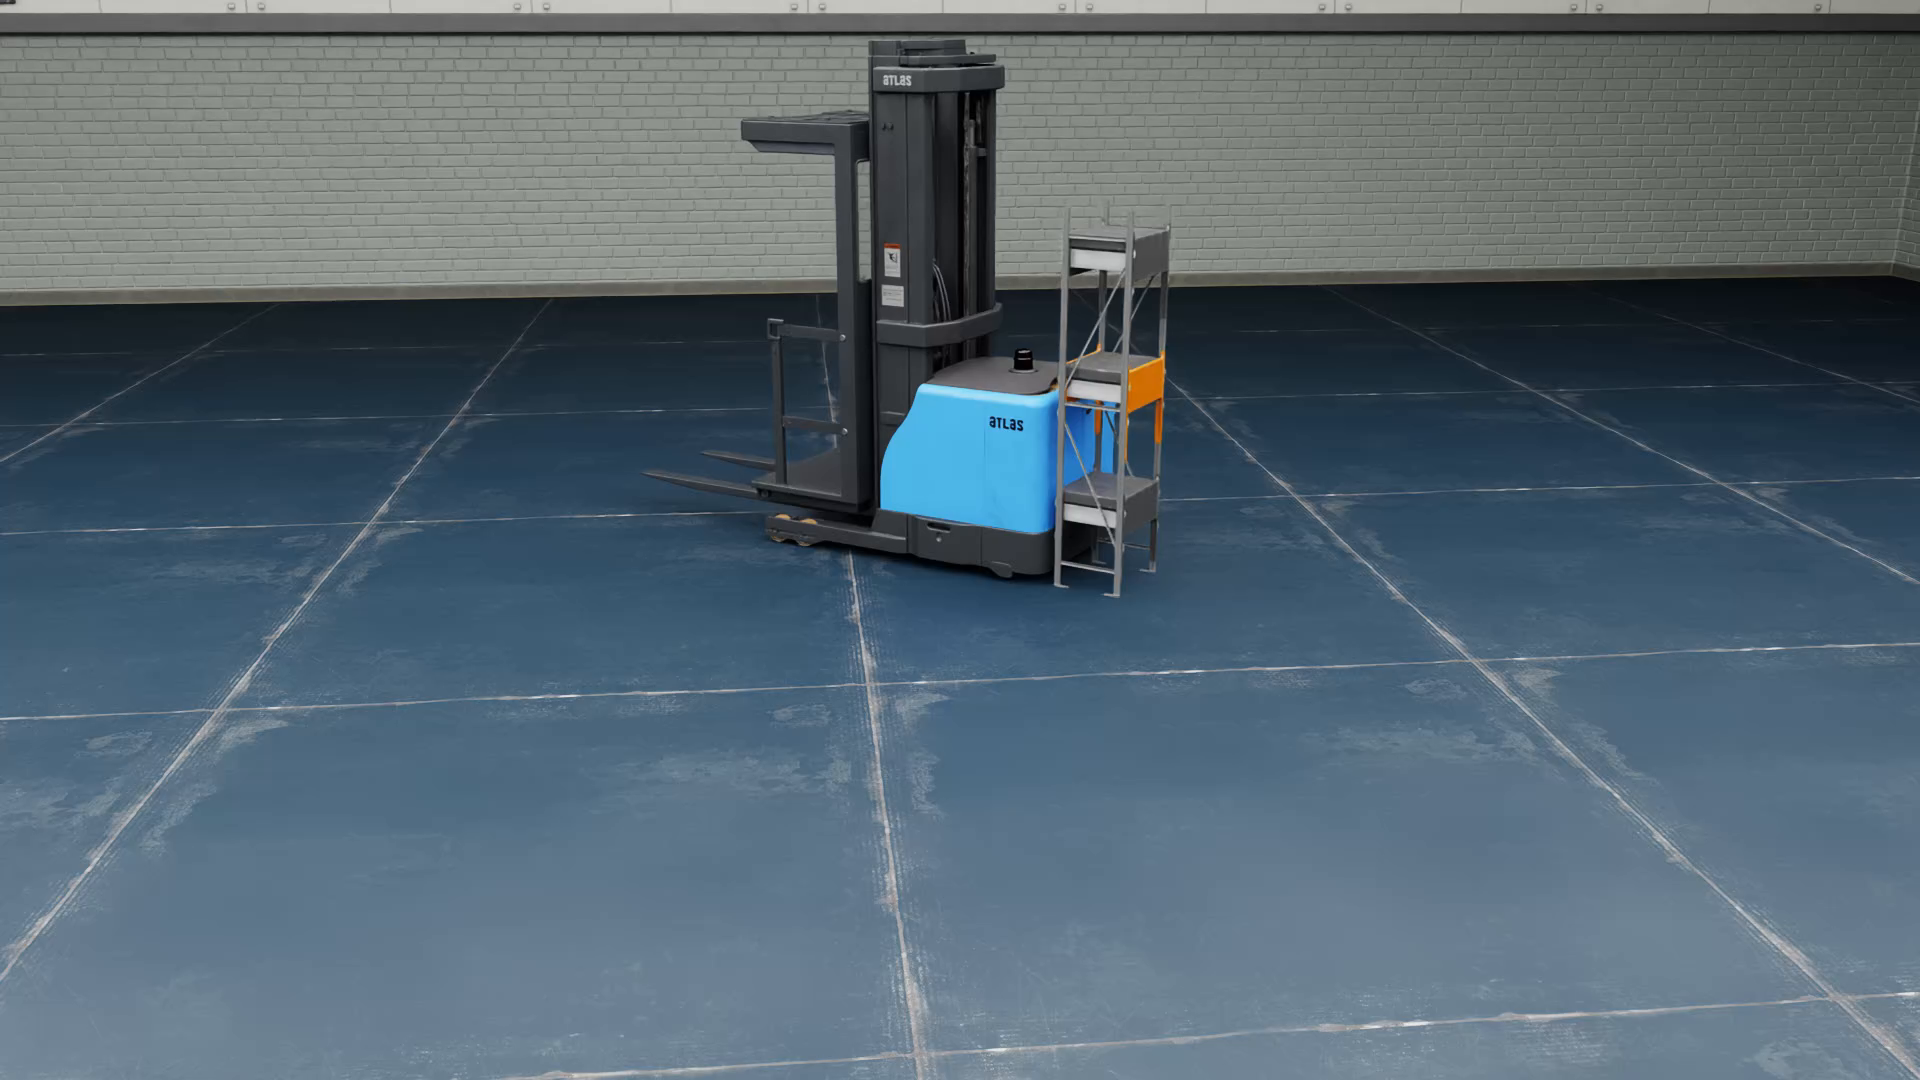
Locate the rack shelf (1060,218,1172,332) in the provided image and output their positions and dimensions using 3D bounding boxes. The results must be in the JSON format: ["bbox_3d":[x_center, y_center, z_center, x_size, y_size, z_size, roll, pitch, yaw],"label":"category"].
[{"bbox_3d":[0.837,-1.430,8.928,0.431,0.518,0.480,10,20,28],"label":"rack shelf"}]

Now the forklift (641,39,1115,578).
[{"bbox_3d":[-0.603,-1.485,10.014,3.031,2.935,1.130,10,20,28],"label":"forklift"}]

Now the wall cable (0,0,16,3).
[{"bbox_3d":[-9.132,-8.546,16.697,2.305,6.003,0.169,-2,18,-6],"label":"wall cable"}]

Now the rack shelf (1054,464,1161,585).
[{"bbox_3d":[0.829,-0.095,9.352,0.431,0.518,0.480,10,20,28],"label":"rack shelf"}]

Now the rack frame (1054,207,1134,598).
[{"bbox_3d":[0.711,-0.712,8.934,0.400,2.100,0.015,10,20,28],"label":"rack frame"}]

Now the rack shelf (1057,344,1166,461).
[{"bbox_3d":[0.833,-0.762,9.140,0.431,0.518,0.480,10,20,28],"label":"rack shelf"}]

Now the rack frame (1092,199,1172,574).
[{"bbox_3d":[0.954,-0.839,9.338,0.400,2.100,0.015,10,20,28],"label":"rack frame"}]

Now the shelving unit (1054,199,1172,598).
[{"bbox_3d":[0.833,-0.775,9.136,0.431,2.100,0.503,10,20,28],"label":"shelving unit"}]
